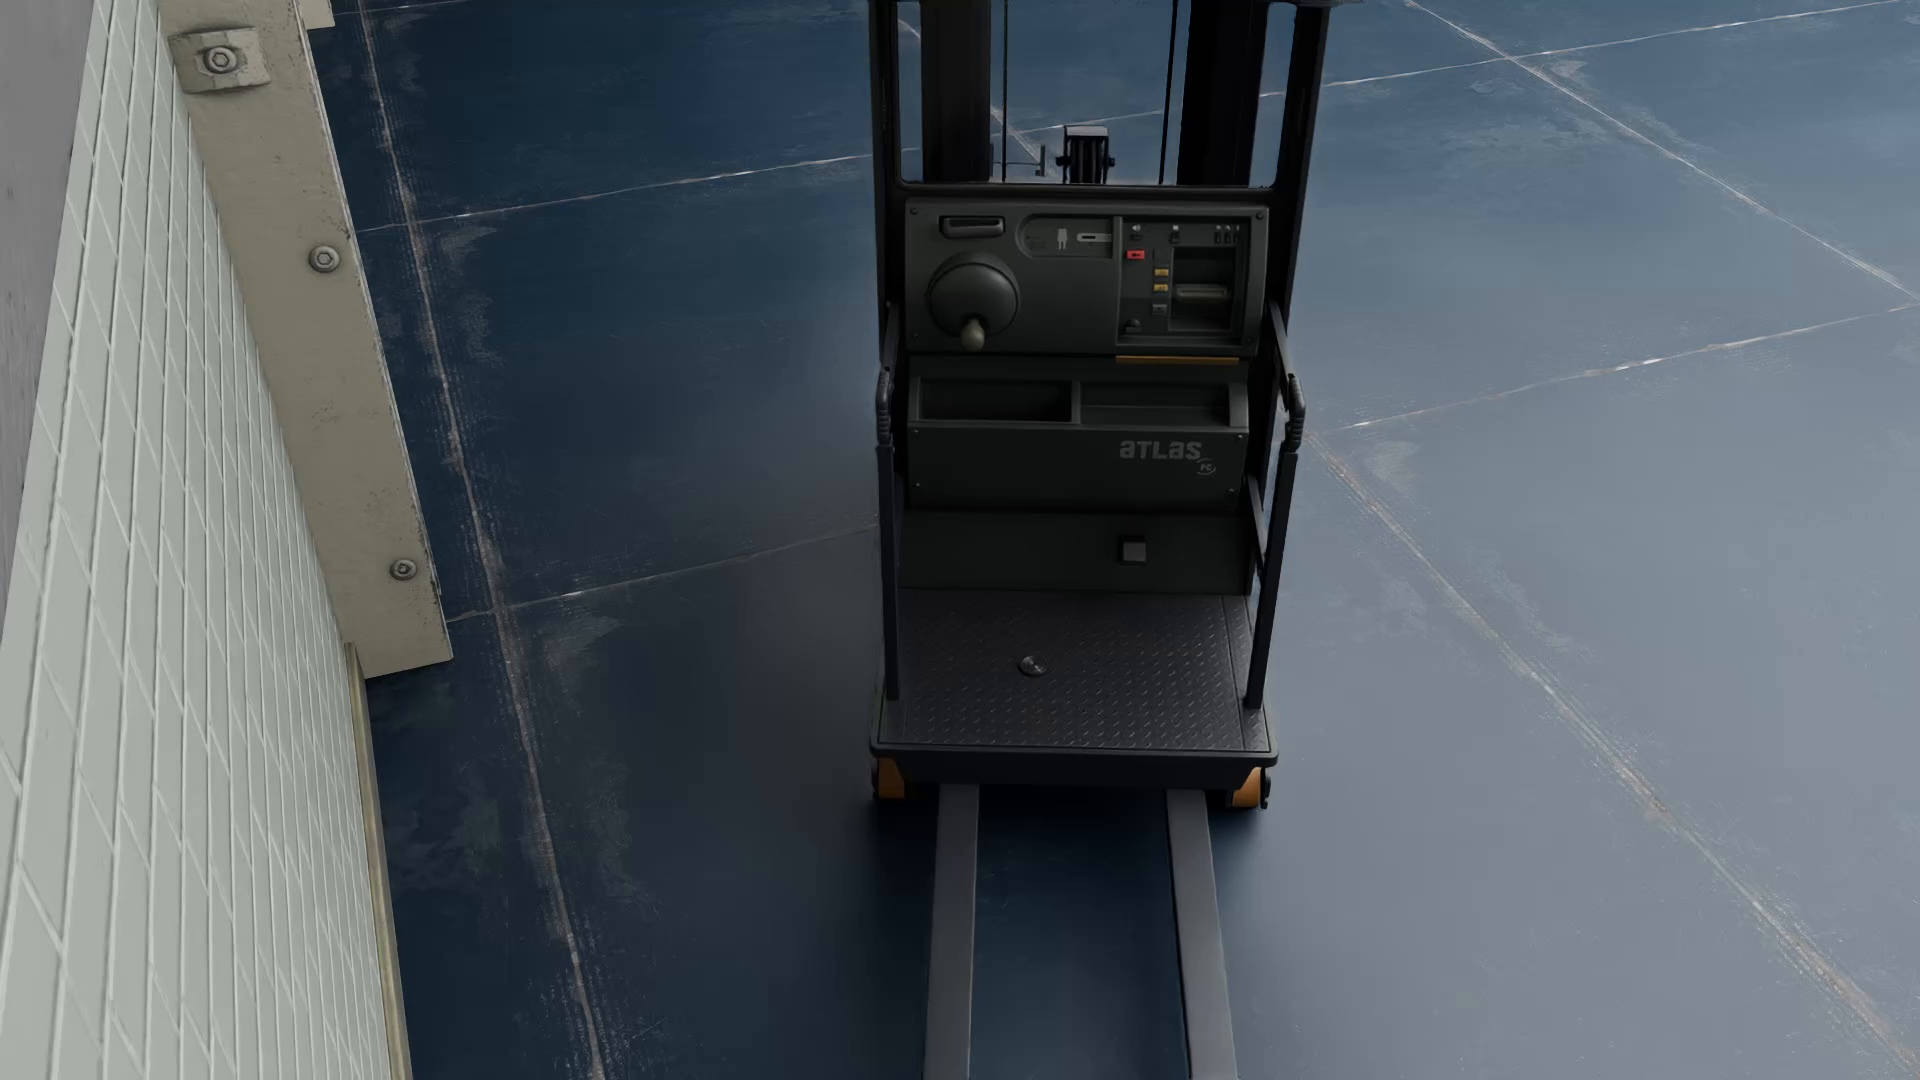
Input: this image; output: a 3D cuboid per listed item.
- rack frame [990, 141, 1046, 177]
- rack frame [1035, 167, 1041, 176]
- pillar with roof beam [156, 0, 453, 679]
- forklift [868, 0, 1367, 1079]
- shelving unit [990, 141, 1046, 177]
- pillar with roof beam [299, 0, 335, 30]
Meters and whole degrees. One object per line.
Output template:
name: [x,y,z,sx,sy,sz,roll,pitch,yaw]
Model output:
rack frame: [0.199,-0.960,6.154,0.200,1.050,0.008,4,33,5]
rack frame: [0.170,-0.830,5.949,0.200,1.050,0.008,4,33,5]
pillar with roof beam: [2.229,-4.190,3.833,9.100,9.000,0.400,-12,39,-16]
forklift: [0.317,-0.607,4.120,1.130,2.935,3.031,1,37,2]
shelving unit: [0.185,-0.895,6.051,0.215,1.050,0.252,4,33,5]
pillar with roof beam: [0.164,-7.580,8.333,9.100,9.000,0.400,-12,39,-16]
